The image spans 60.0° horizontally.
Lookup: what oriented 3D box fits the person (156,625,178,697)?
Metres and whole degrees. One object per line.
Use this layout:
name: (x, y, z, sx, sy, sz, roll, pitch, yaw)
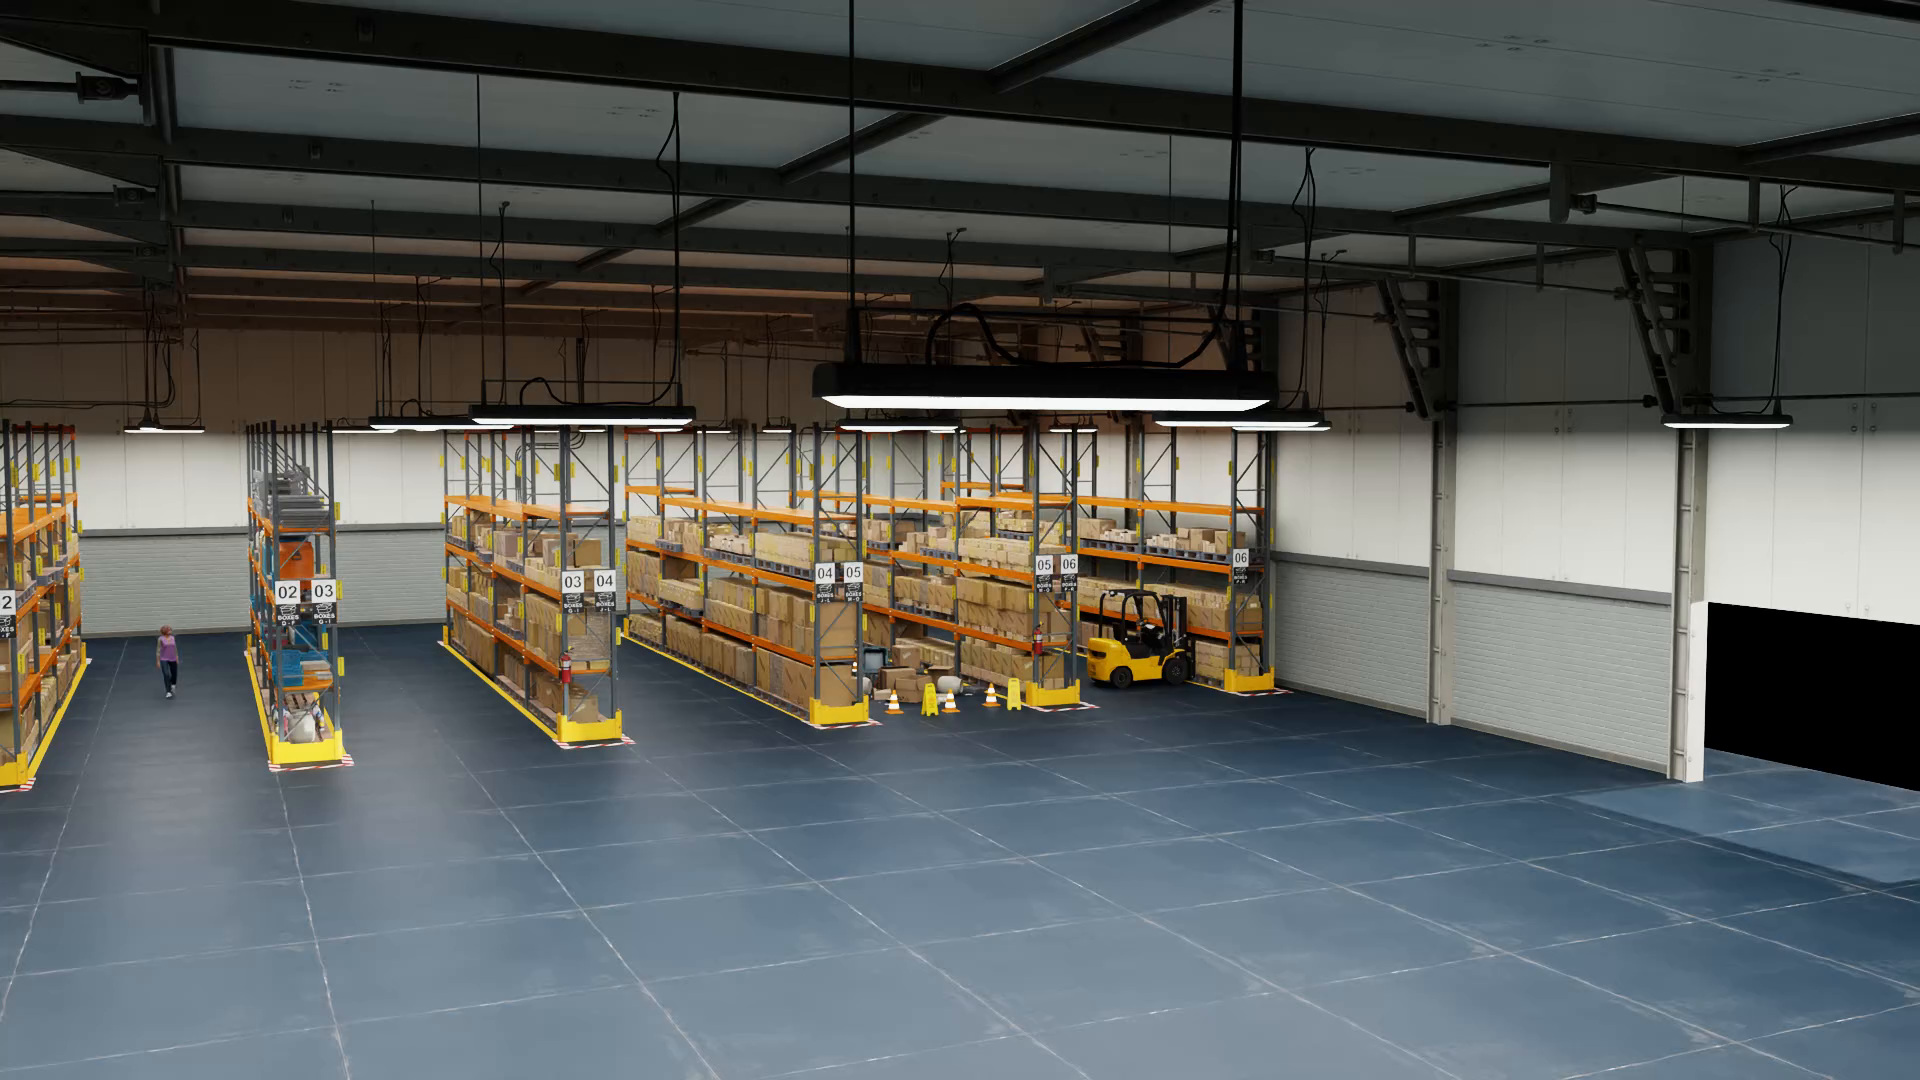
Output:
person: (-17.412, 2.644, 36.518, 0.434, 1.560, 0.703, -2, 4, -30)
